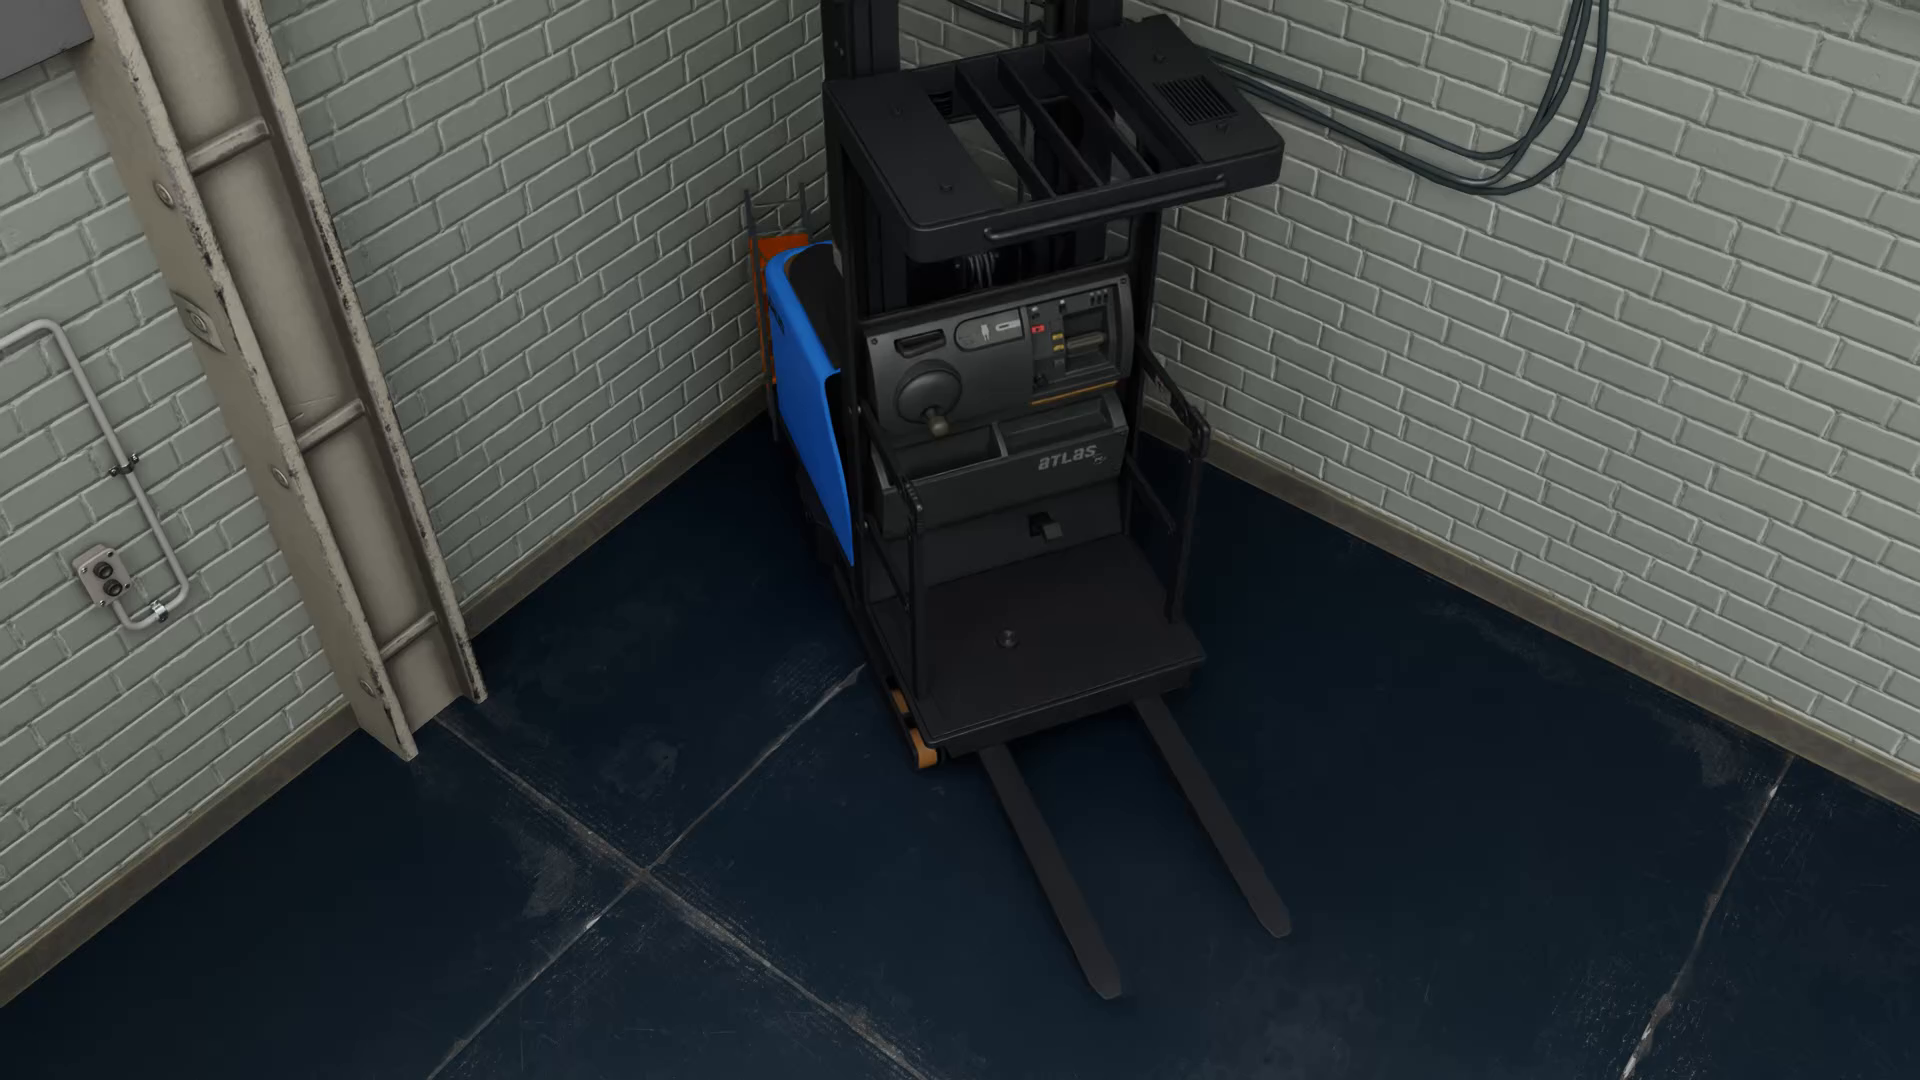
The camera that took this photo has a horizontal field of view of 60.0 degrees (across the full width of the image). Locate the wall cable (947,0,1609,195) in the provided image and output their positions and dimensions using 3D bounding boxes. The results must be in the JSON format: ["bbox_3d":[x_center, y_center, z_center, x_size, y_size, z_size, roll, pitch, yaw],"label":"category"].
[{"bbox_3d":[0.736,-2.549,5.273,3.097,2.526,0.112,29,53,25],"label":"wall cable"}]

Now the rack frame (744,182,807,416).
[{"bbox_3d":[-0.738,-0.990,7.031,0.240,1.200,0.006,-9,47,-8],"label":"rack frame"}]

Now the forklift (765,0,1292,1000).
[{"bbox_3d":[0.223,-0.521,5.386,1.130,2.935,3.031,-16,48,-14],"label":"forklift"}]

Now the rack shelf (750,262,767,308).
[{"bbox_3d":[-0.720,-1.061,6.828,0.258,0.103,0.180,-9,47,-8],"label":"rack shelf"}]

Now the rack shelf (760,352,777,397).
[{"bbox_3d":[-0.720,-0.729,7.175,0.258,0.103,0.180,-9,47,-8],"label":"rack shelf"}]

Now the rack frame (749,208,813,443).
[{"bbox_3d":[-0.701,-0.861,6.907,0.240,1.200,0.006,-9,47,-8],"label":"rack frame"}]

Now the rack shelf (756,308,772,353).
[{"bbox_3d":[-0.720,-0.895,7.001,0.258,0.103,0.180,-9,47,-8],"label":"rack shelf"}]

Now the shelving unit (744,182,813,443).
[{"bbox_3d":[-0.720,-0.926,6.969,0.258,1.200,0.189,-9,47,-8],"label":"shelving unit"}]

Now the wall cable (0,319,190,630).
[{"bbox_3d":[-2.970,0.028,4.111,0.084,1.984,1.851,29,53,25],"label":"wall cable"}]

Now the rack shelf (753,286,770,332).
[{"bbox_3d":[-0.720,-0.978,6.915,0.258,0.103,0.180,-9,47,-8],"label":"rack shelf"}]

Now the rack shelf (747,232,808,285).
[{"bbox_3d":[-0.720,-1.144,6.741,0.258,0.103,0.180,-9,47,-8],"label":"rack shelf"}]

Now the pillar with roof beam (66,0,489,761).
[{"bbox_3d":[1.368,-0.567,1.233,9.100,9.000,0.400,29,53,25],"label":"pillar with roof beam"}]

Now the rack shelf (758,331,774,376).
[{"bbox_3d":[-0.720,-0.812,7.088,0.258,0.103,0.180,-9,47,-8],"label":"rack shelf"}]
